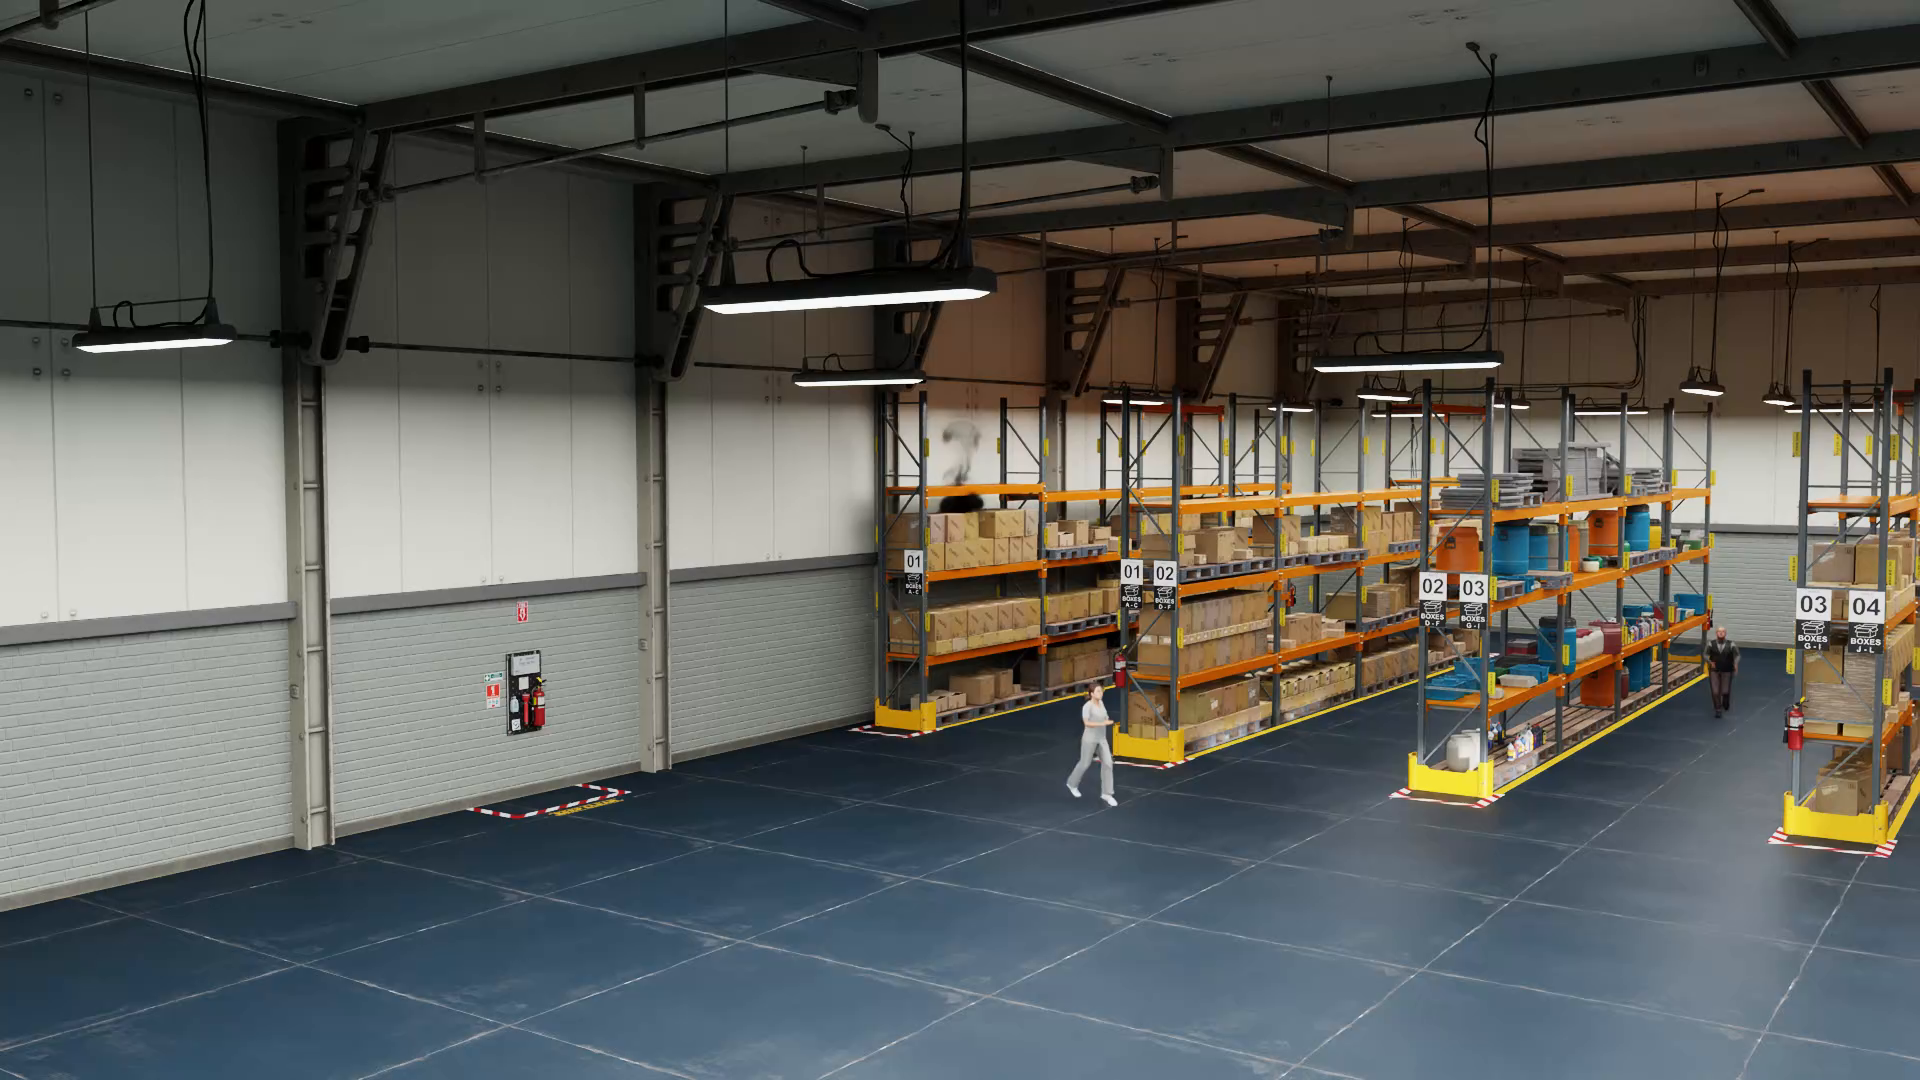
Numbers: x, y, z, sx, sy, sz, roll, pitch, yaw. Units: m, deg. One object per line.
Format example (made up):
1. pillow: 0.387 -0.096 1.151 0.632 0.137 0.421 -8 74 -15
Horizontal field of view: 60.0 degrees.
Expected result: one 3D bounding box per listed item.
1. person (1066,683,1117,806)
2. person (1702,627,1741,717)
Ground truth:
1. person: 1.864 2.845 23.416 0.543 1.697 0.909 -3 4 -41
2. person: 14.135 2.456 30.890 0.659 1.680 0.578 2 4 27
